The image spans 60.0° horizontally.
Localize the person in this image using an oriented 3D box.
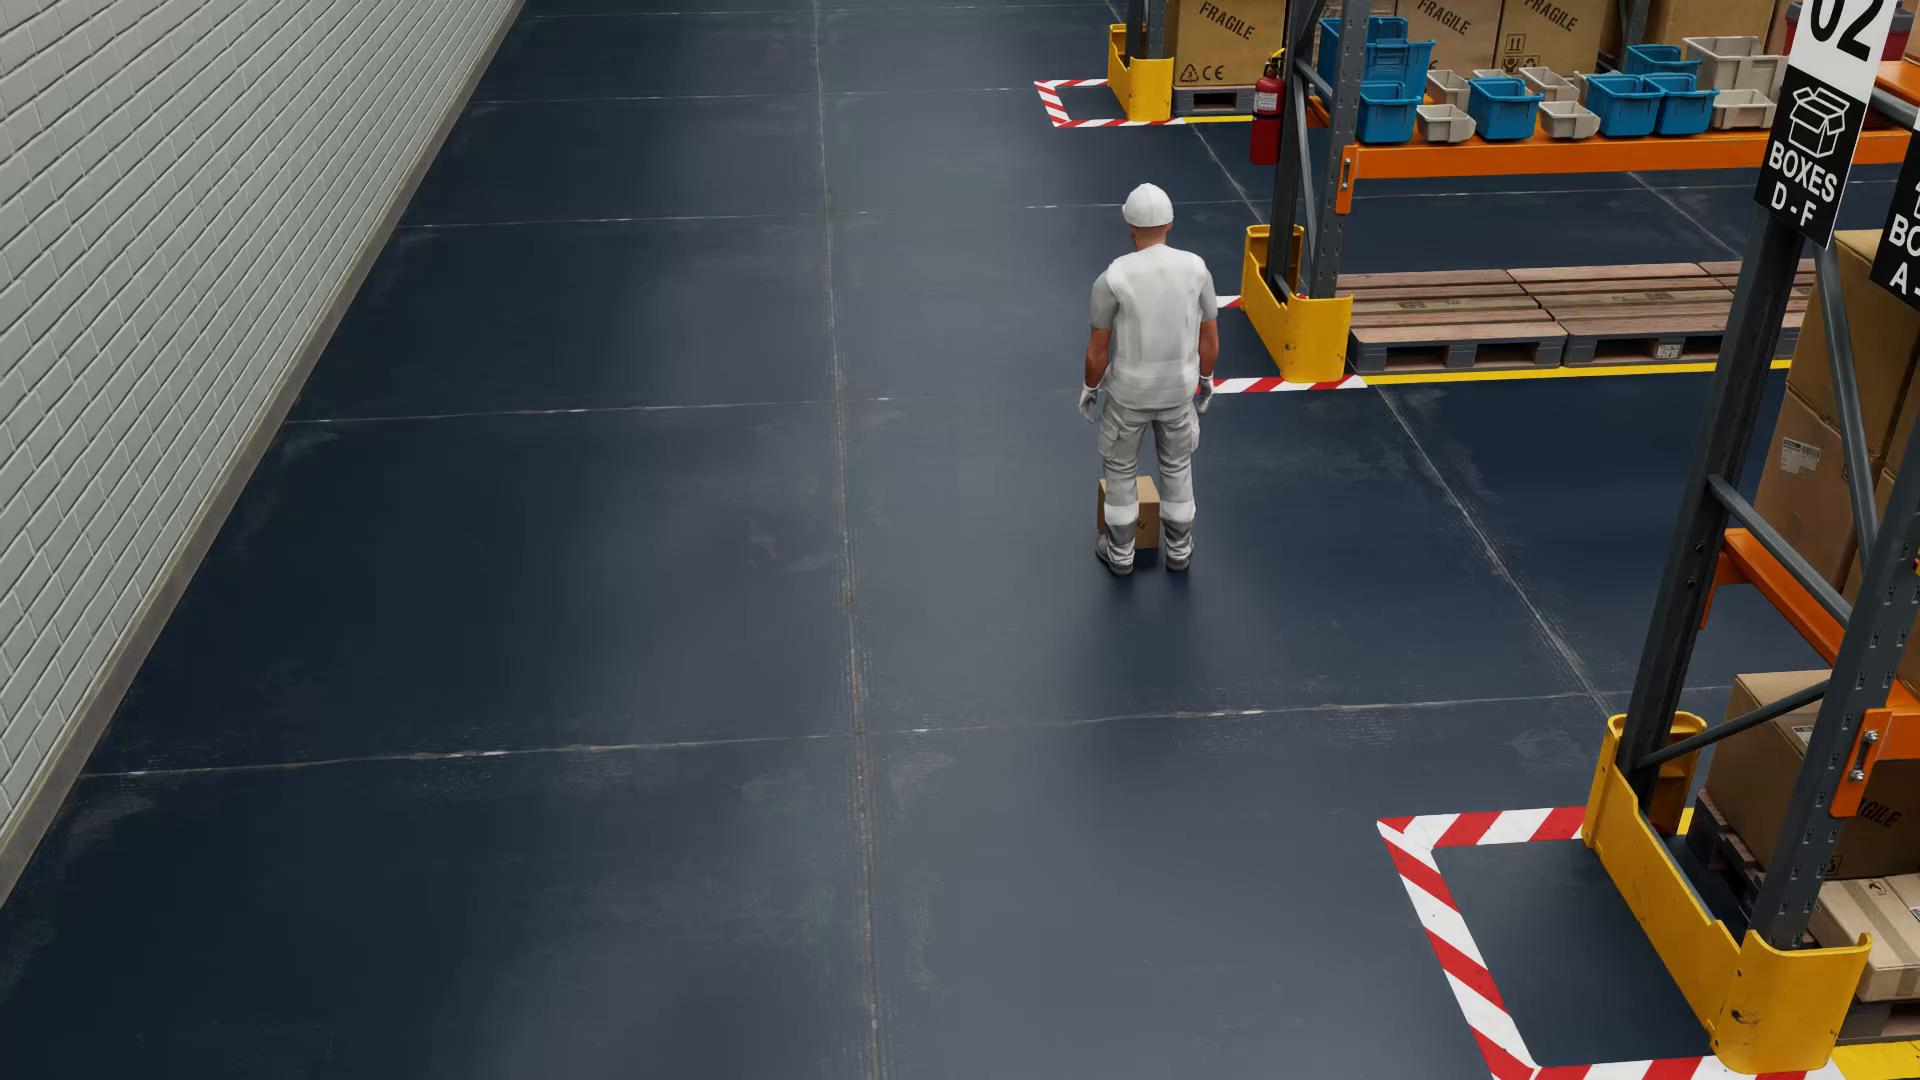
[{"bbox_3d":[0.817,-0.664,7.232,0.614,1.778,0.452,-5,31,-8],"label":"person"}]
